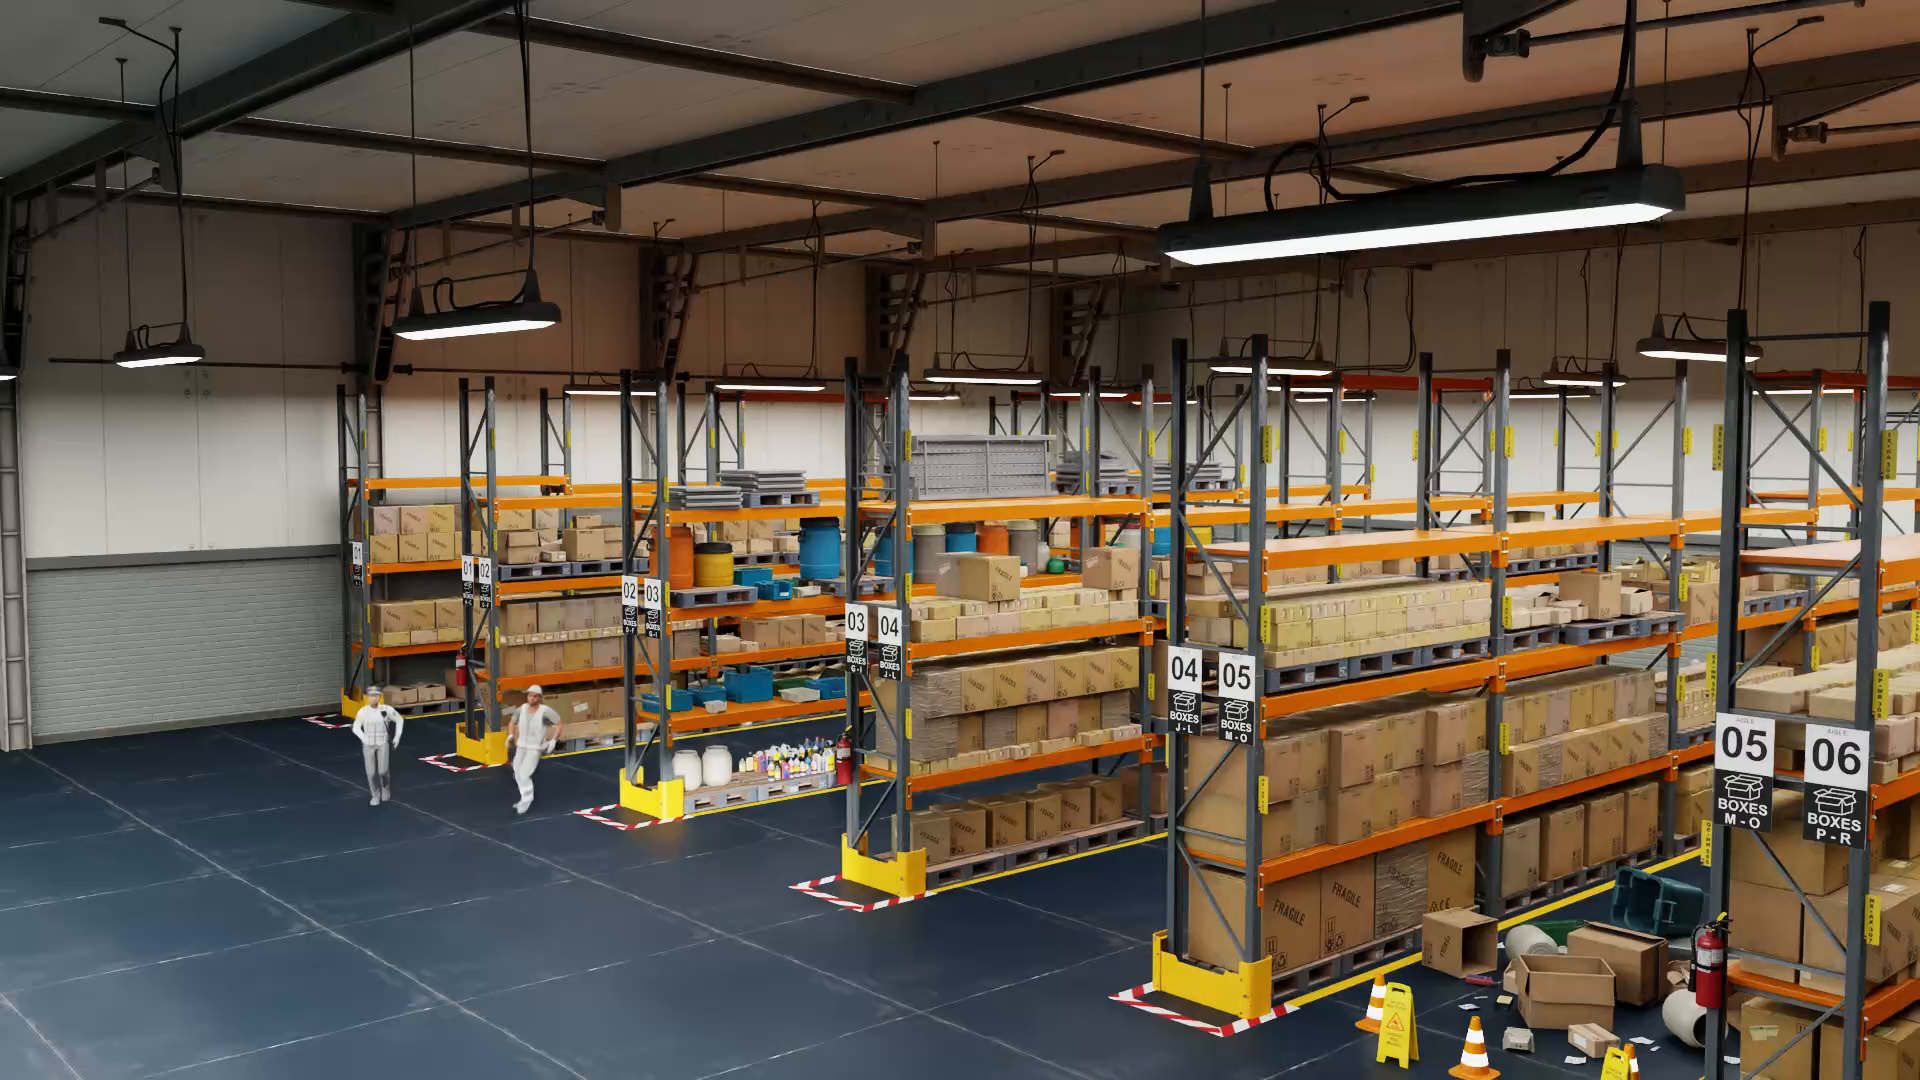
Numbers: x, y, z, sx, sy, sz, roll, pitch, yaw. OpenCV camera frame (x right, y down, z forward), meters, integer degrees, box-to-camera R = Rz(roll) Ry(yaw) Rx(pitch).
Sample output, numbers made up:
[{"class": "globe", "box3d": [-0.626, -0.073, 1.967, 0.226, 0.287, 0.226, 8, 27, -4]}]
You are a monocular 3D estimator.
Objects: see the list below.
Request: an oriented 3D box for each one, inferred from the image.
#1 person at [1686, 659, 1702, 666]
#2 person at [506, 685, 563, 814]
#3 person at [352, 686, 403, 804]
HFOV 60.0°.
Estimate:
[{"class": "person", "box3d": [11.402, 2.646, 25.654, 0.807, 1.618, 0.617, -2, 4, -31]}, {"class": "person", "box3d": [-5.782, 2.822, 22.412, 0.722, 1.752, 0.629, 1, 4, 18]}, {"class": "person", "box3d": [-8.014, 2.825, 22.885, 0.653, 1.657, 0.577, -1, 4, -15]}]
